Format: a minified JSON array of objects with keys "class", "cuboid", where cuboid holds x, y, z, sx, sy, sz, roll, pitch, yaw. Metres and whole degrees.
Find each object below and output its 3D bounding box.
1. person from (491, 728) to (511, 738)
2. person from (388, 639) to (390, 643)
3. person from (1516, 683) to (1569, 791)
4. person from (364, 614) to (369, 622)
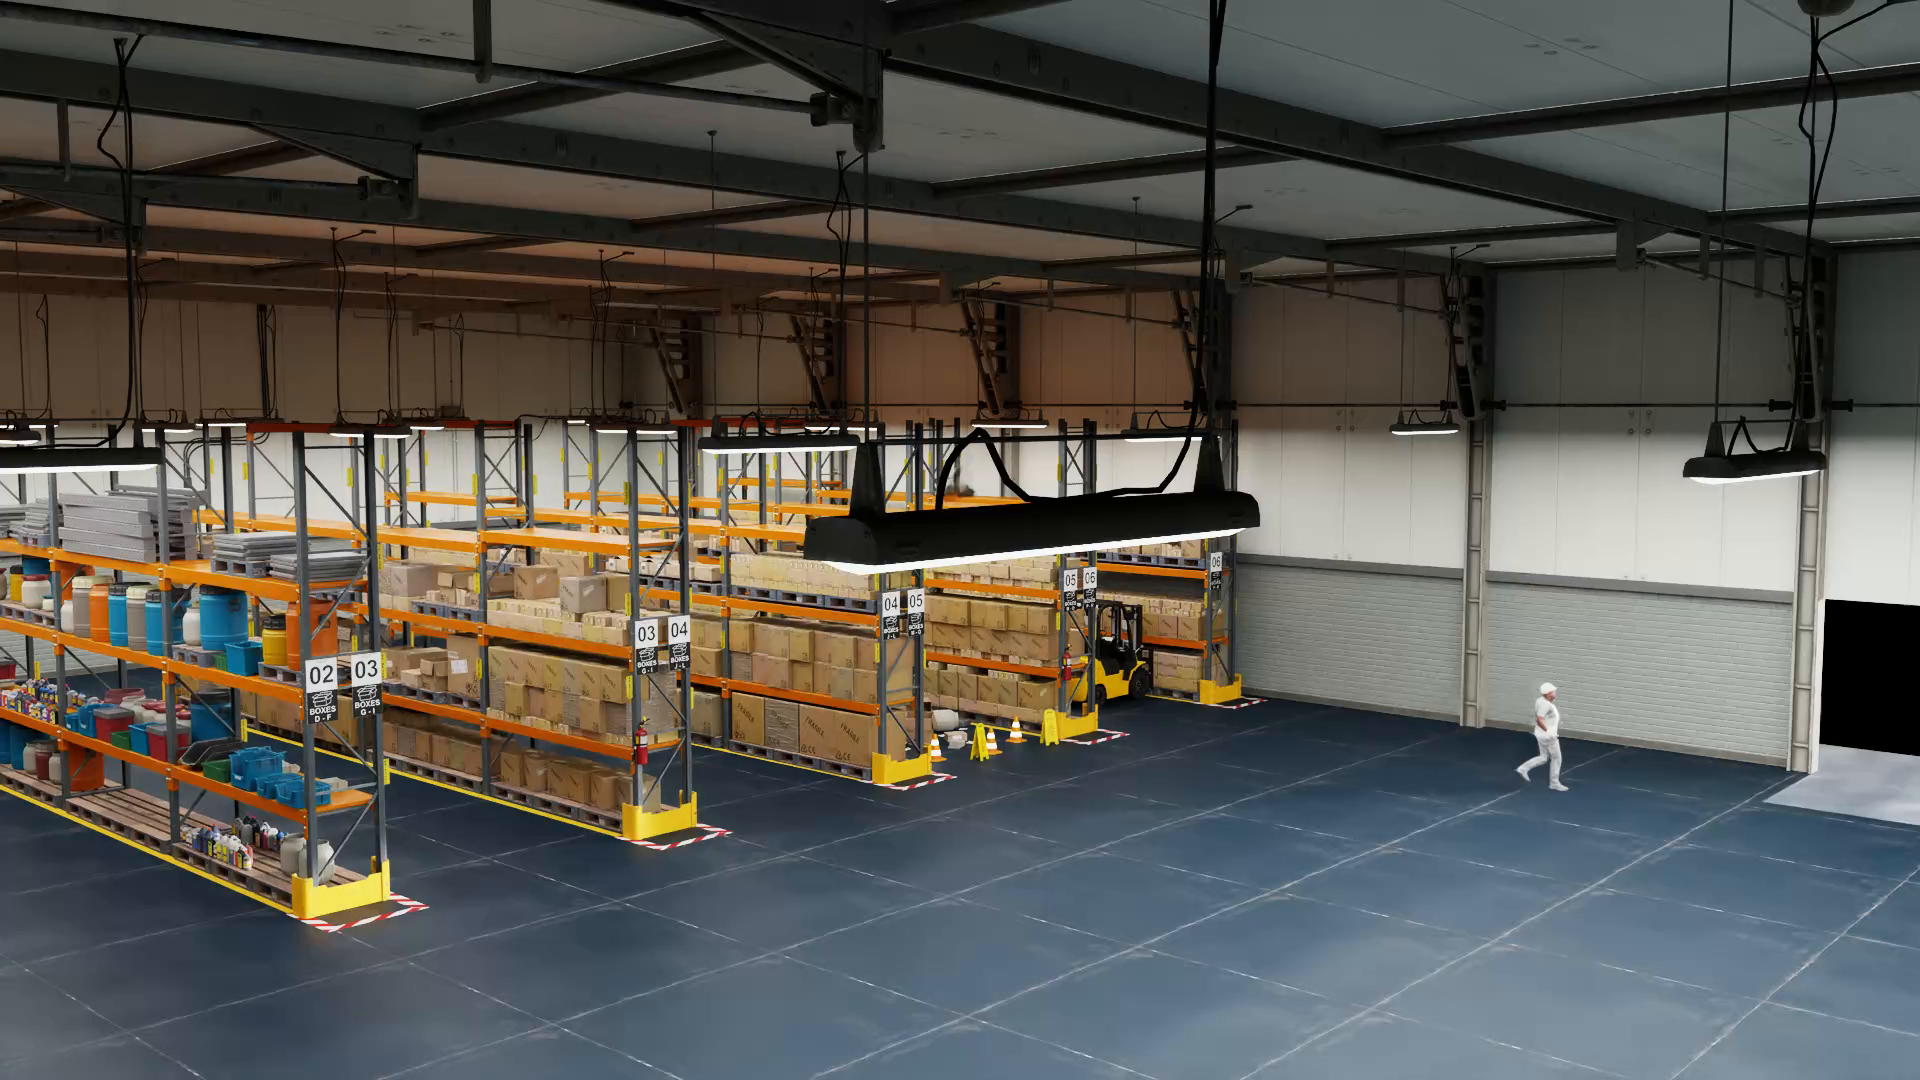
[{"class":"person","cuboid":[-8.449,2.938,30.725,0.690,1.792,0.650,4,6,39]},{"class":"person","cuboid":[-12.835,2.535,36.482,0.600,1.724,0.774,-4,6,-40]},{"class":"person","cuboid":[9.579,3.223,27.305,0.843,1.780,0.672,0,5,5]},{"class":"person","cuboid":[-14.105,2.371,39.210,0.578,1.523,0.492,3,5,31]}]
